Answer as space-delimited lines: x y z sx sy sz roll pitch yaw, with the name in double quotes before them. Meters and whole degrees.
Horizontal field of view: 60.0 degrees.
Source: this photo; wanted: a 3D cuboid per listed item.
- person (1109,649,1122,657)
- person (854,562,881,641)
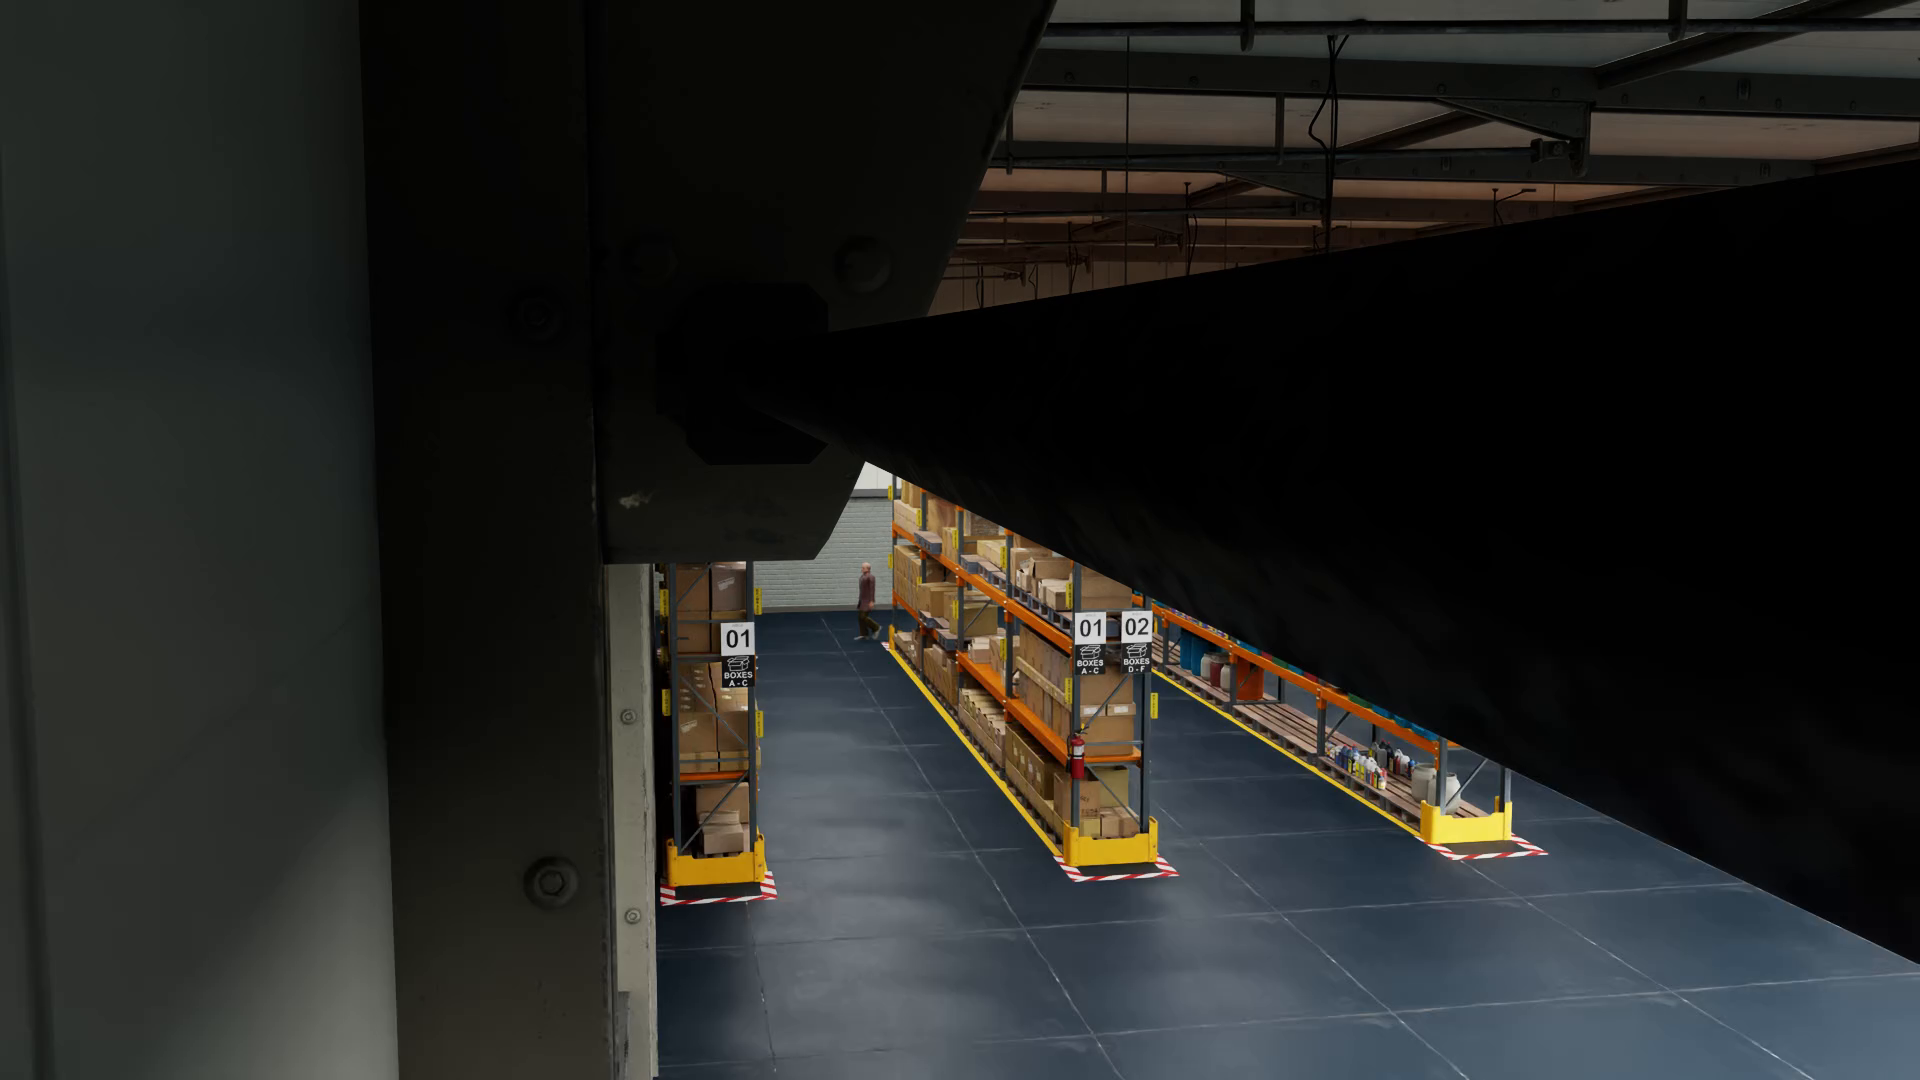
"person" 3.157 1.855 33.523 0.620 1.664 1.057 0 6 1
"person" -2.095 1.385 37.467 0.616 1.775 0.638 -3 7 -24
